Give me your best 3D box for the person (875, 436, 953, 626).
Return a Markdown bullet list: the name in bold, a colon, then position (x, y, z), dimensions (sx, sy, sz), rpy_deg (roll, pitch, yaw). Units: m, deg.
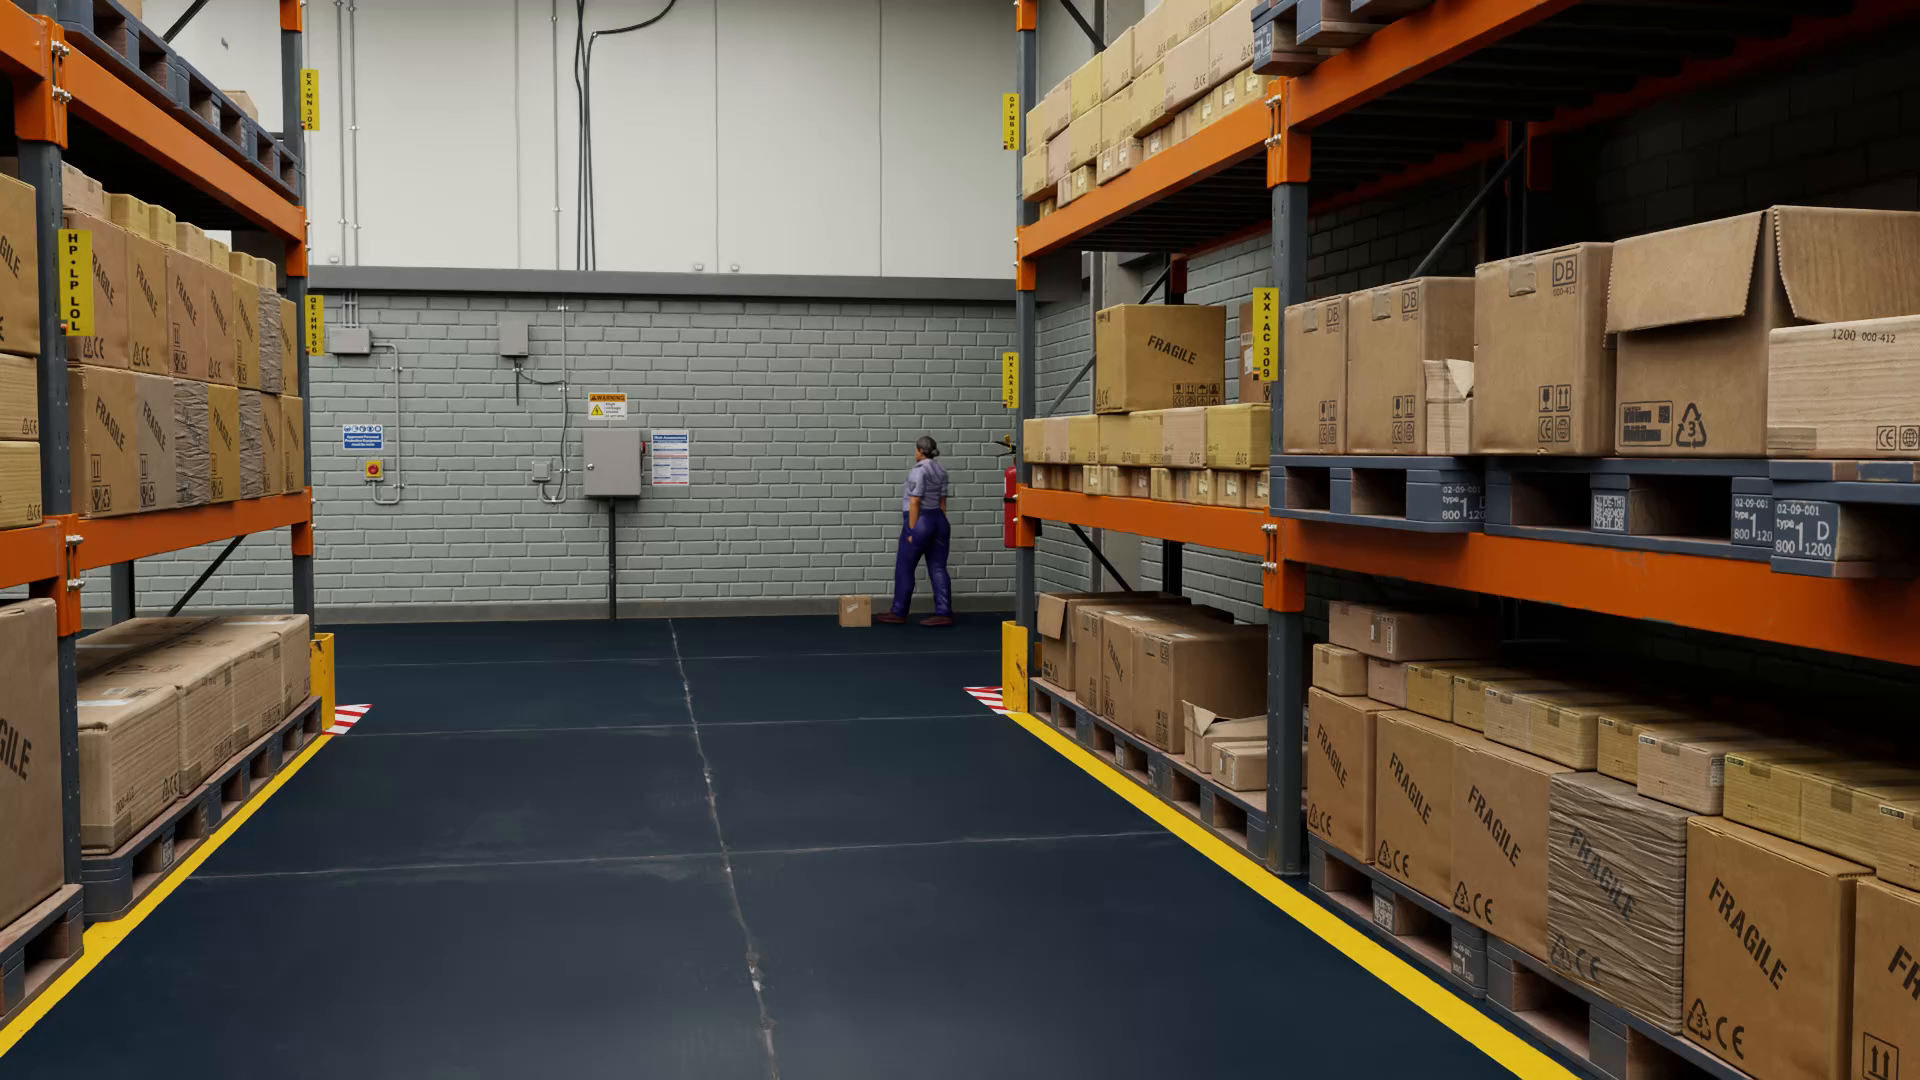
- **person**: position (-0.372, -0.084, 14.413), dimensions (0.683, 1.634, 0.453), rpy_deg (3, 4, 43)
